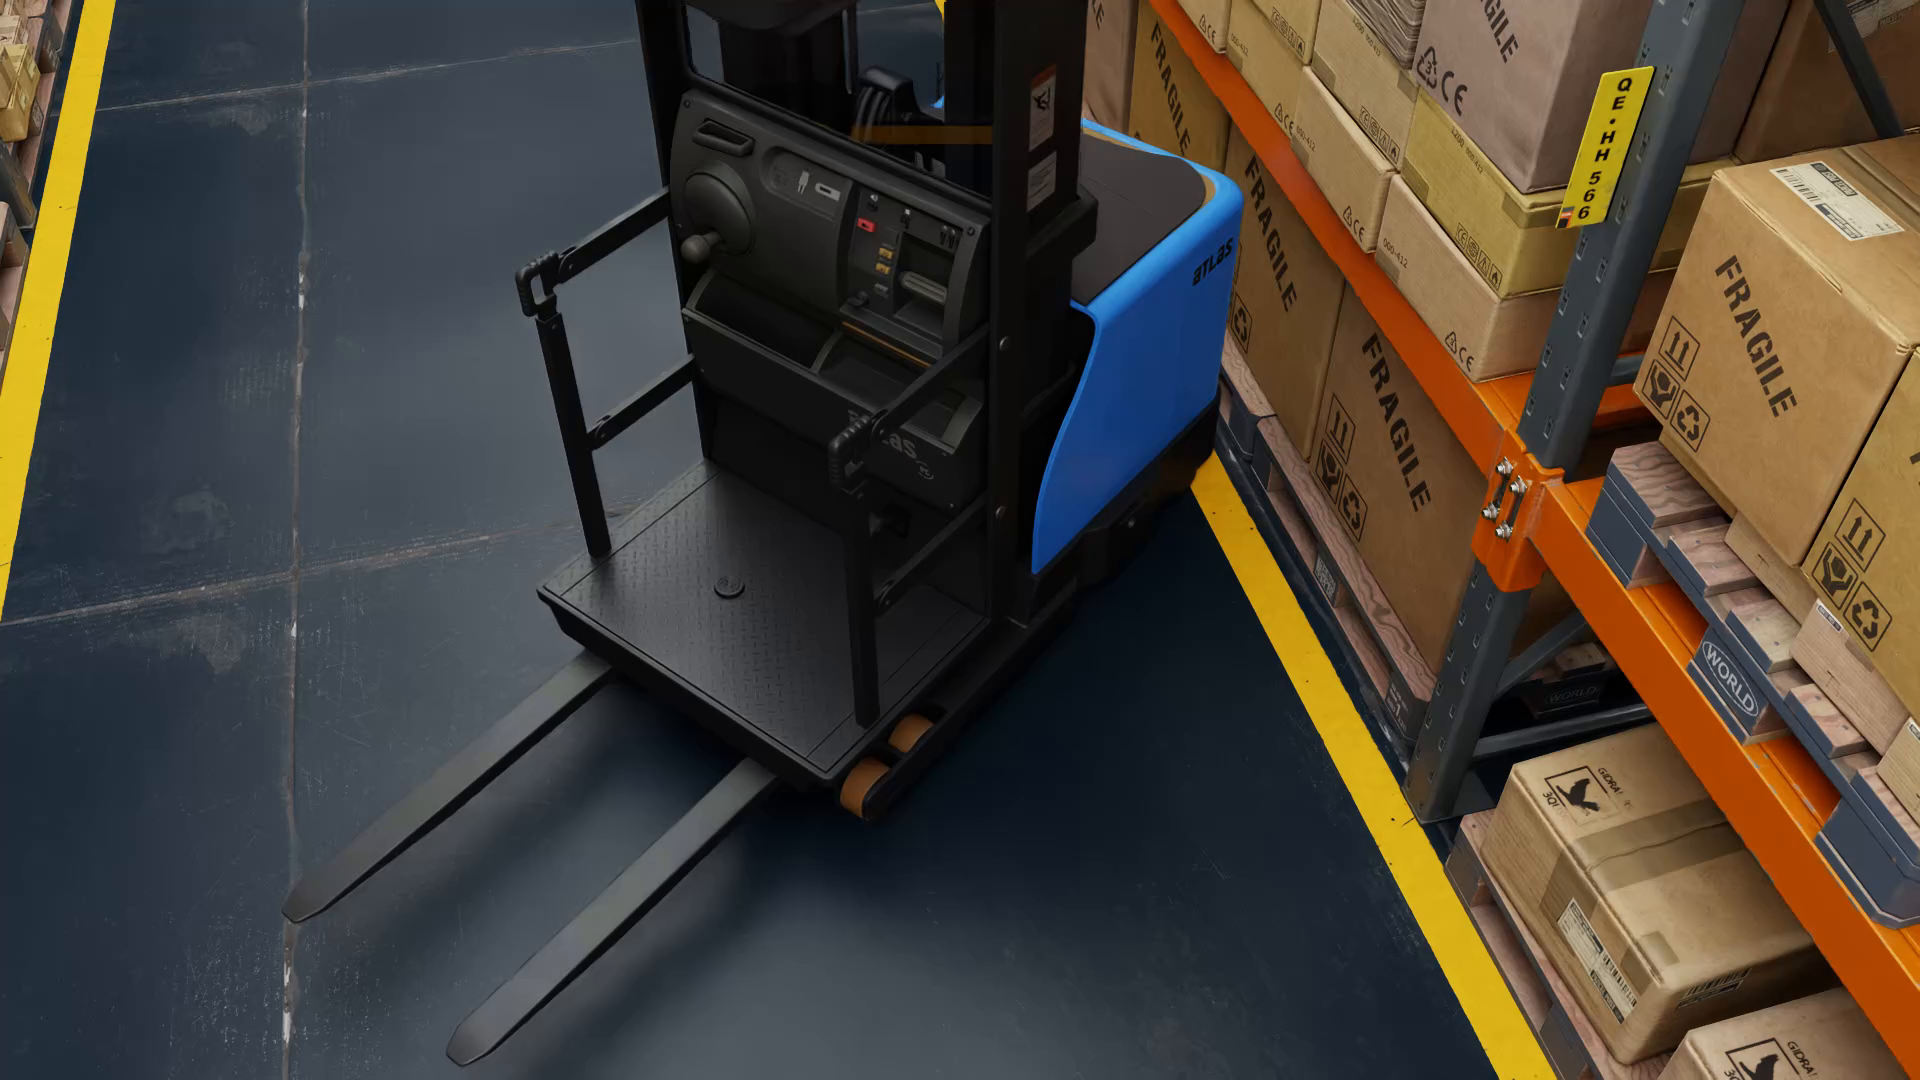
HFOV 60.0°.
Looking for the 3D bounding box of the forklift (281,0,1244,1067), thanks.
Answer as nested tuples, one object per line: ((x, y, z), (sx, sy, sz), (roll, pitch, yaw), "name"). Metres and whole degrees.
((-0.467, -0.676, 3.860), (1.130, 2.935, 3.031), (29, 52, 25), "forklift")

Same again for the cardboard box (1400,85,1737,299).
((1.340, -0.820, 3.708), (0.500, 0.250, 0.500), (-11, 47, -10), "cardboard box")

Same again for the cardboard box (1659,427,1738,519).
((1.613, -0.210, 3.237), (0.380, 0.149, 0.250), (-13, 47, -13), "cardboard box")

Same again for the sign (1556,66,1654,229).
((1.174, -0.711, 3.036), (0.100, 0.325, 0.005), (-11, 47, -10), "sign")

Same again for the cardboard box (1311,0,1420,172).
((1.205, -1.173, 4.054), (0.500, 0.250, 0.500), (-12, 47, -11), "cardboard box")

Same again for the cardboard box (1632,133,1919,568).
((1.601, -0.342, 2.913), (0.500, 0.500, 0.500), (-12, 47, -11), "cardboard box")

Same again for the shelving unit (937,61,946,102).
((0.083, -1.167, 5.659), (0.252, 1.050, 0.215), (18, 48, 17), "shelving unit")

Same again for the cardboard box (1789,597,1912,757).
((1.679, 0.189, 2.847), (0.380, 0.149, 0.250), (-14, 47, -13), "cardboard box")

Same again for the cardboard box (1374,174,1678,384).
((1.329, -0.658, 3.900), (0.500, 0.250, 0.500), (-12, 47, -12), "cardboard box")

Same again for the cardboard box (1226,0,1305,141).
((1.070, -1.359, 4.587), (0.500, 0.250, 0.500), (-11, 47, -11), "cardboard box")

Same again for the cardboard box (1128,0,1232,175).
((1.161, -1.539, 5.851), (0.875, 0.875, 0.875), (-9, 46, -9), "cardboard box")

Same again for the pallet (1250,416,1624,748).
((1.581, 0.009, 5.094), (1.003, 0.211, 1.213), (-11, 47, -10), "pallet")

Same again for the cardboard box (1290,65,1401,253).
((1.183, -1.008, 4.243), (0.500, 0.250, 0.500), (-10, 46, -10), "cardboard box")

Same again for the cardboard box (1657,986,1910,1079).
((2.041, 1.263, 3.457), (0.950, 0.372, 0.625), (-12, 47, -11), "cardboard box")

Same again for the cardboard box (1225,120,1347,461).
((1.389, -0.921, 5.246), (0.875, 0.875, 0.875), (-10, 46, -10), "cardboard box")

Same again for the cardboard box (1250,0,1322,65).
((1.055, -1.523, 4.397), (0.500, 0.250, 0.500), (-12, 47, -11), "cardboard box")

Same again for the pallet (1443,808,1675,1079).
((1.908, 1.107, 4.018), (1.003, 0.211, 1.213), (-11, 47, -10), "pallet")

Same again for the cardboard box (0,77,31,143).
((-3.856, -1.655, 6.474), (0.380, 0.149, 0.250), (-13, 47, -12), "cardboard box")

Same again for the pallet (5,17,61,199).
((-4.280, -1.677, 6.746), (1.003, 0.211, 1.213), (-11, 47, -10), "pallet")

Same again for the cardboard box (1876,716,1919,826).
((1.729, 0.382, 2.657), (0.380, 0.149, 0.250), (-10, 47, -10), "cardboard box")

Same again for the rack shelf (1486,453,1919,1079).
((2.222, 1.223, 2.455), (1.077, 0.370, 4.000), (-11, 47, -10), "rack shelf")

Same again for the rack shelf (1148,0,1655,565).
((1.198, -1.538, 5.161), (1.077, 0.370, 4.000), (-11, 47, -10), "rack shelf")

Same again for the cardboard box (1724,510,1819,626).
((1.653, -0.009, 3.040), (0.380, 0.149, 0.250), (-13, 47, -13), "cardboard box")

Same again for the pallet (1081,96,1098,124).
((0.956, -1.676, 6.745), (1.003, 0.211, 1.213), (-11, 47, -10), "pallet")

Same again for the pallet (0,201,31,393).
((-3.873, -0.683, 5.771), (1.003, 0.211, 1.213), (-11, 47, -10), "pallet")

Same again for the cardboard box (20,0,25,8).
((-4.254, -2.347, 7.152), (0.380, 0.149, 0.250), (-13, 47, -12), "cardboard box")

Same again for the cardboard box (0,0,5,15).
((-4.172, -2.265, 6.863), (0.380, 0.149, 0.250), (-13, 47, -12), "cardboard box")

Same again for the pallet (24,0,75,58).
((-4.595, -2.521, 7.573), (1.003, 0.211, 1.213), (-11, 47, -10), "pallet")

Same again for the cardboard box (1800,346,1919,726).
((1.742, 0.016, 2.562), (0.500, 0.500, 0.500), (-9, 46, -8), "cardboard box")

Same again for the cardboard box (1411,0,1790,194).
((1.325, -1.103, 3.461), (0.500, 0.500, 0.500), (-12, 47, -11), "cardboard box")

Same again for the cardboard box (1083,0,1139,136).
((0.922, -2.161, 6.461), (0.875, 0.875, 0.875), (-9, 46, -9), "cardboard box")

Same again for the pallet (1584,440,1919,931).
((1.995, 0.130, 3.156), (1.213, 0.211, 1.003), (-11, 47, -10), "pallet")

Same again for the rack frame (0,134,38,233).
((-4.073, -2.196, 5.302), (1.000, 3.000, 0.127), (-11, 47, -10), "rack frame")

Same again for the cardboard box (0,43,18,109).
((-3.857, -1.758, 6.367), (0.380, 0.149, 0.250), (-9, 46, -8), "cardboard box")

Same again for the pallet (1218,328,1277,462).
((1.272, -0.832, 5.918), (1.003, 0.211, 1.213), (-11, 47, -10), "pallet")

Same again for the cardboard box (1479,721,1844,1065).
((1.845, 0.755, 3.955), (0.950, 0.372, 0.625), (-14, 47, -13), "cardboard box")

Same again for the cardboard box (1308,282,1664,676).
((1.613, -0.305, 4.642), (0.875, 0.875, 0.875), (-11, 47, -11), "cardboard box")

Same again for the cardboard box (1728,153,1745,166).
((1.819, -0.927, 3.813), (0.500, 0.250, 0.500), (-11, 47, -11), "cardboard box")

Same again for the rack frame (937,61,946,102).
((-0.028, -1.204, 5.695), (0.008, 1.050, 0.200), (18, 48, 17), "rack frame")

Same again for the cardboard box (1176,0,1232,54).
((0.912, -1.706, 4.926), (0.500, 0.250, 0.500), (-11, 47, -11), "cardboard box")

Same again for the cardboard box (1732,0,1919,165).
((1.820, -1.179, 3.536), (0.500, 0.500, 0.500), (-12, 47, -12), "cardboard box")

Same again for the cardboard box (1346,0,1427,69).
((1.185, -1.456, 3.807), (0.500, 0.500, 0.500), (-10, 46, -10), "cardboard box")

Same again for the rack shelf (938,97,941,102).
((0.083, -1.359, 5.464), (0.240, 0.259, 0.215), (18, 48, 17), "rack shelf")

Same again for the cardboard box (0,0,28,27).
((-4.151, -2.167, 6.976), (0.380, 0.149, 0.250), (-12, 47, -11), "cardboard box")

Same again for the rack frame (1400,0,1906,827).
((1.710, -0.409, 3.551), (1.000, 3.000, 0.127), (-11, 47, -10), "rack frame")

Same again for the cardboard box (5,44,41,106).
((-3.924, -1.839, 6.654), (0.380, 0.149, 0.250), (-9, 46, -9), "cardboard box")

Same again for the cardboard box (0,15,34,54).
((-4.038, -2.001, 6.813), (0.380, 0.149, 0.250), (-11, 47, -11), "cardboard box")
